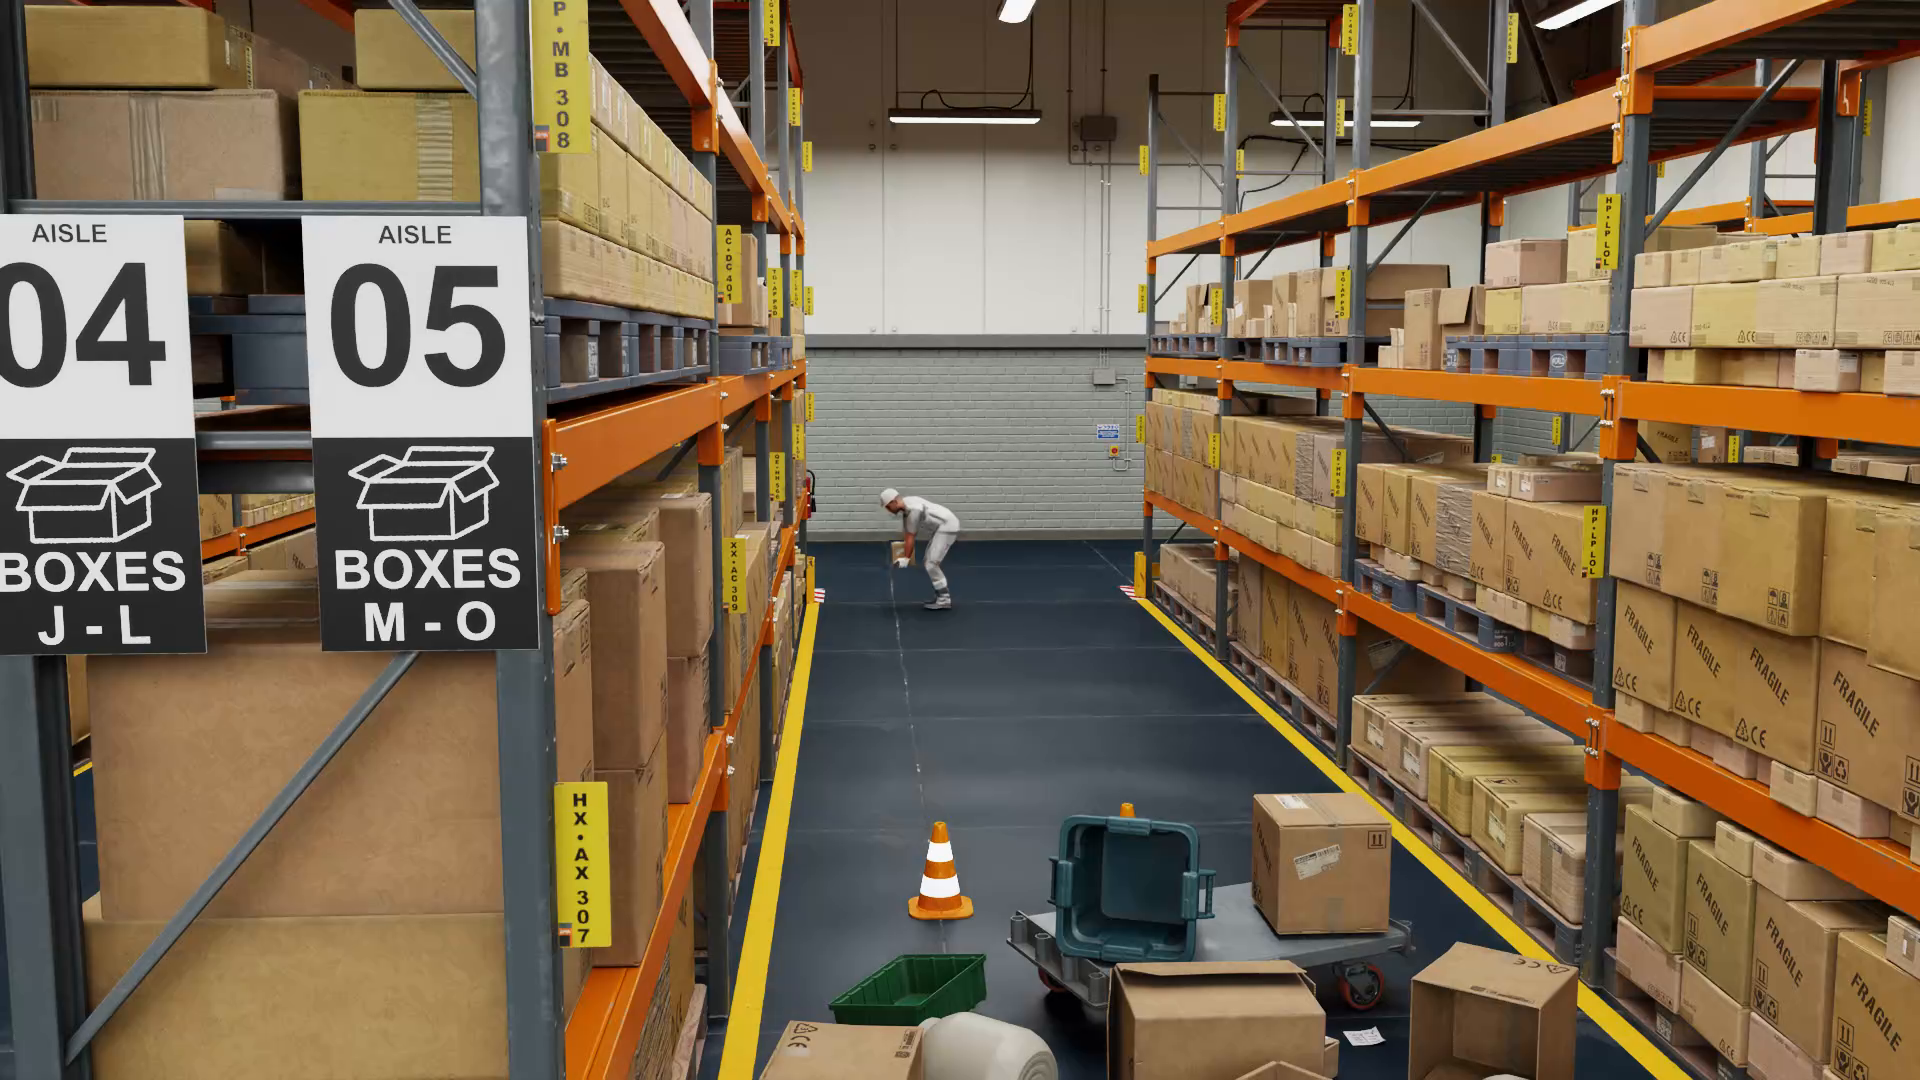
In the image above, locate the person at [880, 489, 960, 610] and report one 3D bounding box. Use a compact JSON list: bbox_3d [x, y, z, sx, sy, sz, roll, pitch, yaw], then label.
[{"bbox_3d":[-0.450,0.092,18.689,0.899,1.354,0.497,-1,7,-6],"label":"person"}]
